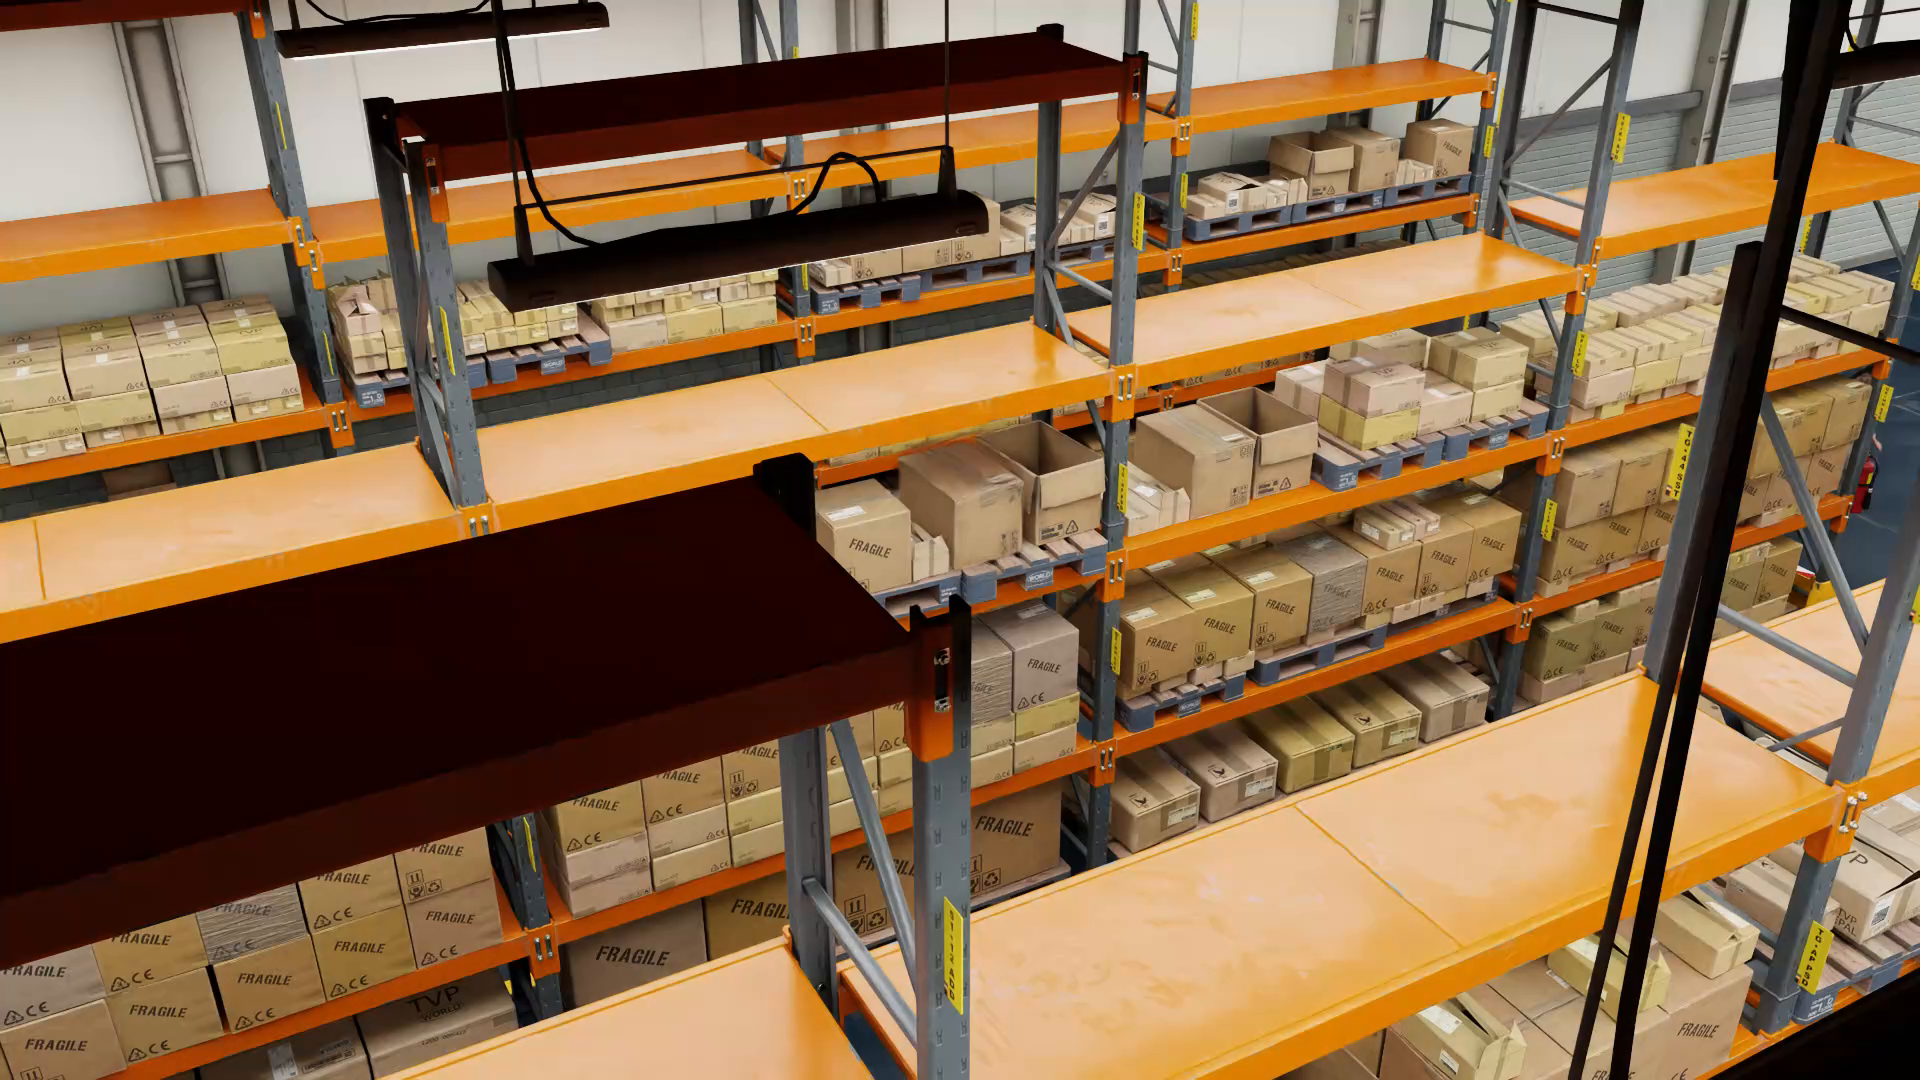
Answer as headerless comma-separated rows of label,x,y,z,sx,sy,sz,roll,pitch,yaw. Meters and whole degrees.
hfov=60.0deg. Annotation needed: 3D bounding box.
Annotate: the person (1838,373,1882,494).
person,9.228,-1.004,17.177,0.773,1.577,0.521,1,28,2
